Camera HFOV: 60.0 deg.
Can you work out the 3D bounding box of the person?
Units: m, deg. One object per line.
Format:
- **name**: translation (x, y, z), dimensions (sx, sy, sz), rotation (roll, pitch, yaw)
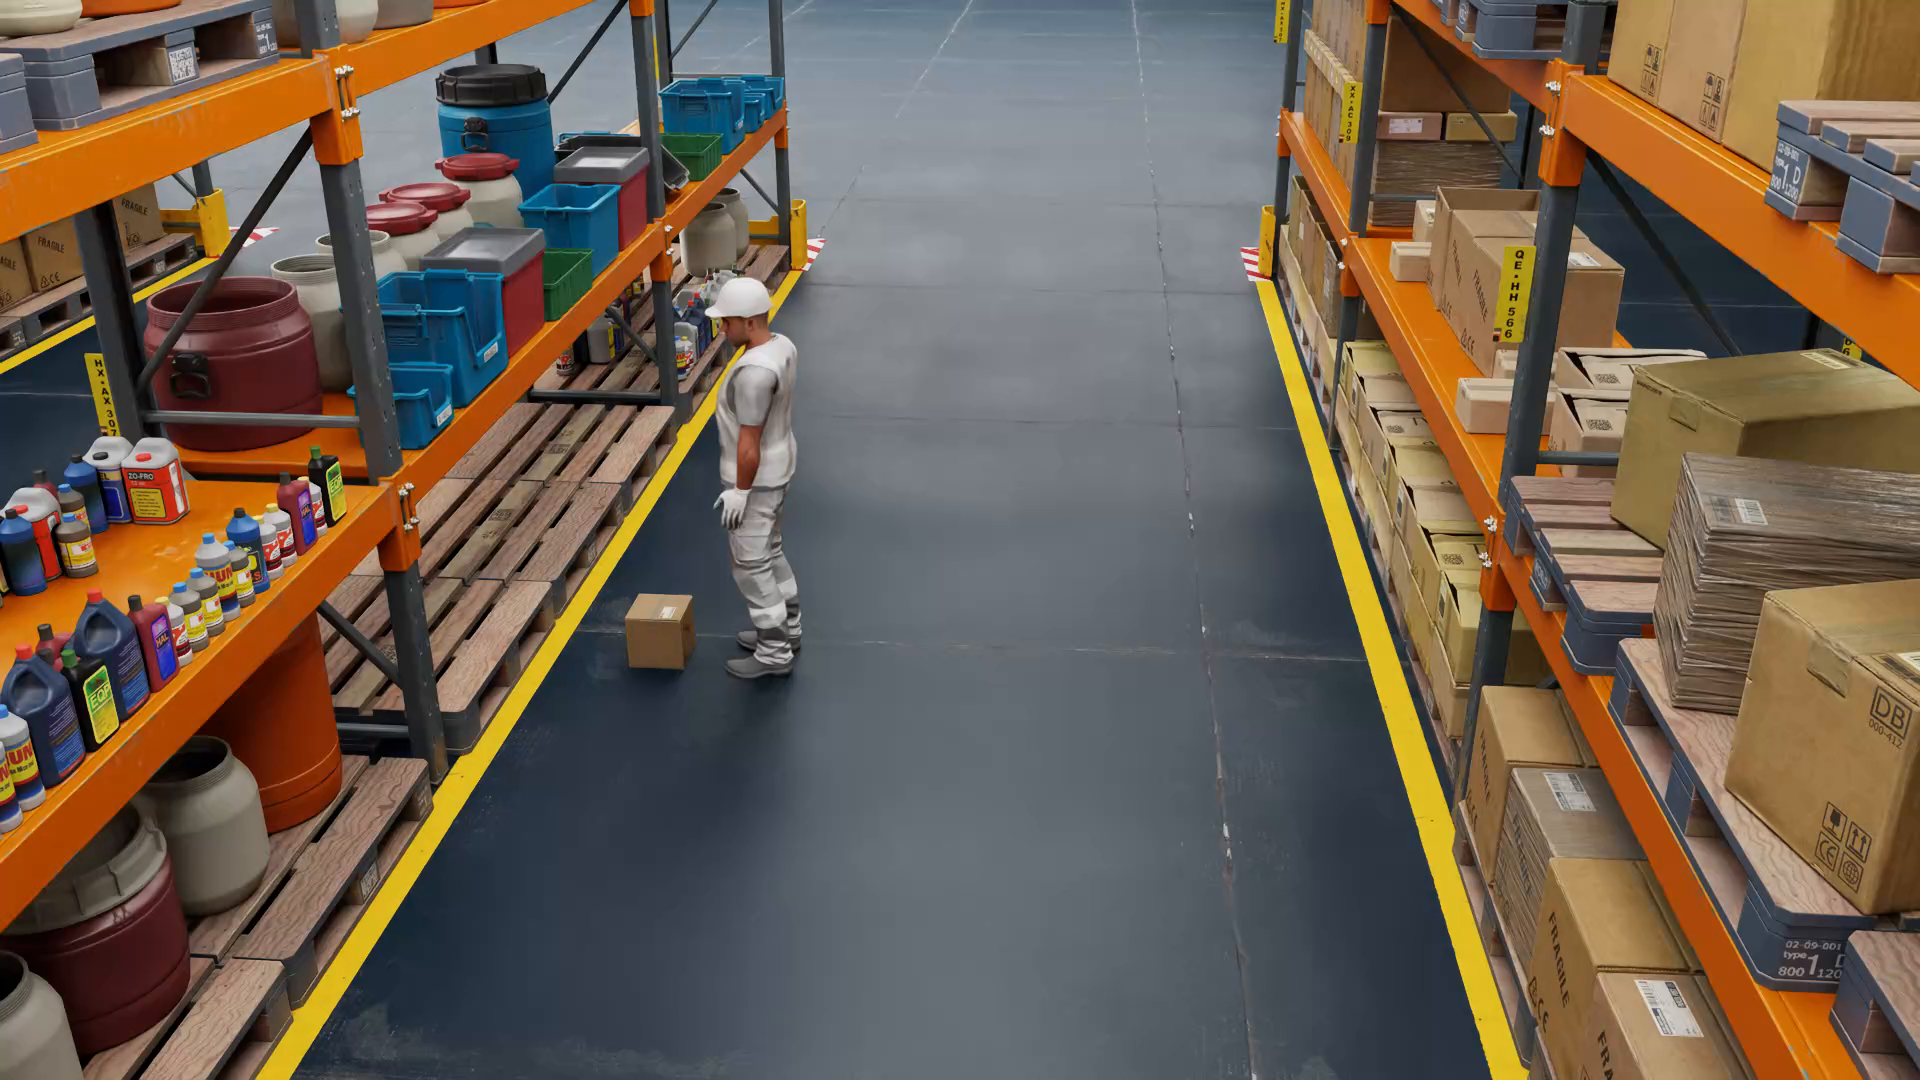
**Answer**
- **person**: translation (-0.874, -0.259, 7.165), dimensions (0.351, 1.783, 0.528), rotation (2, 24, 5)
